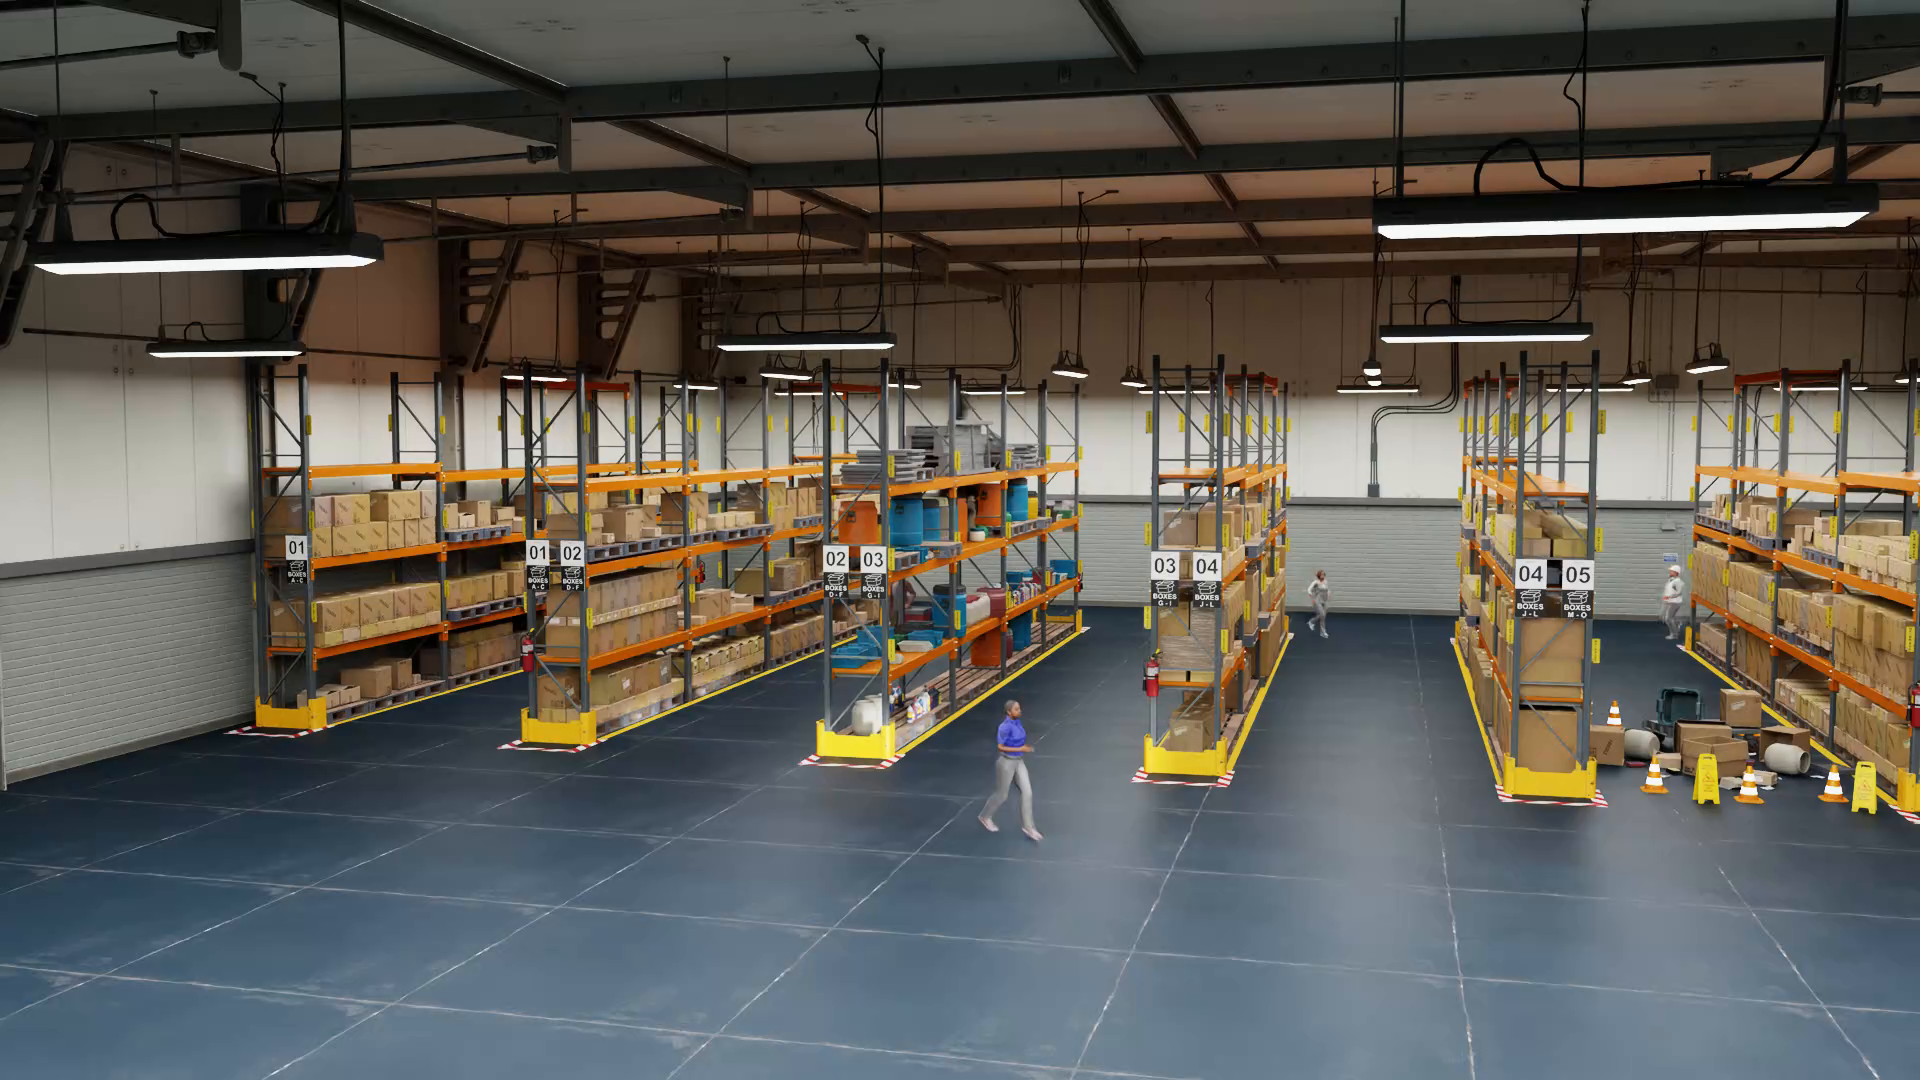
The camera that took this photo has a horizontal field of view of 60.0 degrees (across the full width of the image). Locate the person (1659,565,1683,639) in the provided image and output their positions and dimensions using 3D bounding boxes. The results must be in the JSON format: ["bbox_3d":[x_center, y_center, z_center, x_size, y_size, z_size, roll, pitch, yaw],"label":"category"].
[{"bbox_3d":[16.699,1.458,38.994,0.578,1.731,0.657,0,4,2],"label":"person"}]

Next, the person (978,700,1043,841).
[{"bbox_3d":[0.593,2.774,20.176,0.851,1.696,0.570,3,5,37],"label":"person"}]

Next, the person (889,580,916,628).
[{"bbox_3d":[-1.298,1.461,34.981,0.692,1.728,0.647,1,4,20],"label":"person"}]

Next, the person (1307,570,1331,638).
[{"bbox_3d":[8.531,1.556,39.526,0.576,1.498,0.697,-2,5,-30],"label":"person"}]
